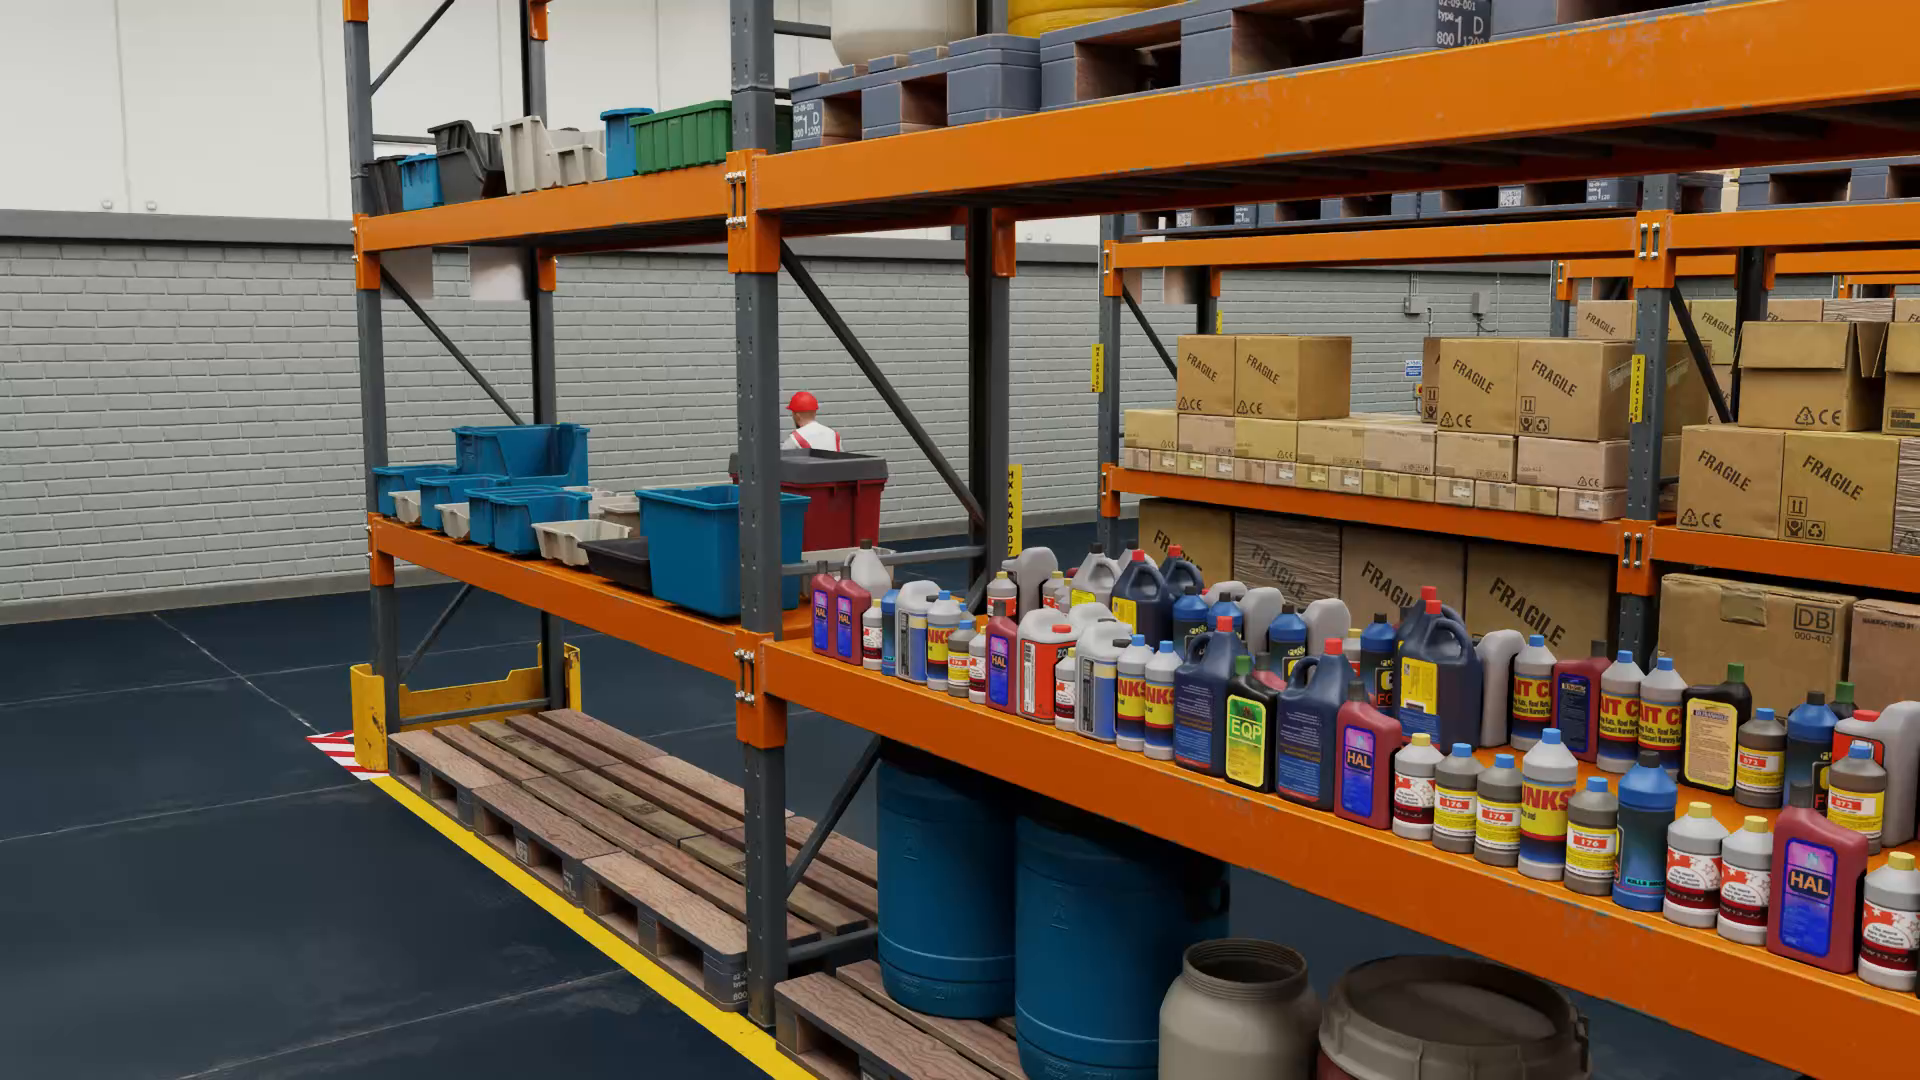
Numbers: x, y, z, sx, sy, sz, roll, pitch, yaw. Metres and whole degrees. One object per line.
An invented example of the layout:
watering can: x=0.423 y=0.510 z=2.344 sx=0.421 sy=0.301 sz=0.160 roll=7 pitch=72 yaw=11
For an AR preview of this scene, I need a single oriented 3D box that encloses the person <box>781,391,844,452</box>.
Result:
person: x=-1.089 y=-0.207 z=12.285 sx=0.615 sy=1.778 sz=0.453 roll=-6 pitch=10 yaw=-39
